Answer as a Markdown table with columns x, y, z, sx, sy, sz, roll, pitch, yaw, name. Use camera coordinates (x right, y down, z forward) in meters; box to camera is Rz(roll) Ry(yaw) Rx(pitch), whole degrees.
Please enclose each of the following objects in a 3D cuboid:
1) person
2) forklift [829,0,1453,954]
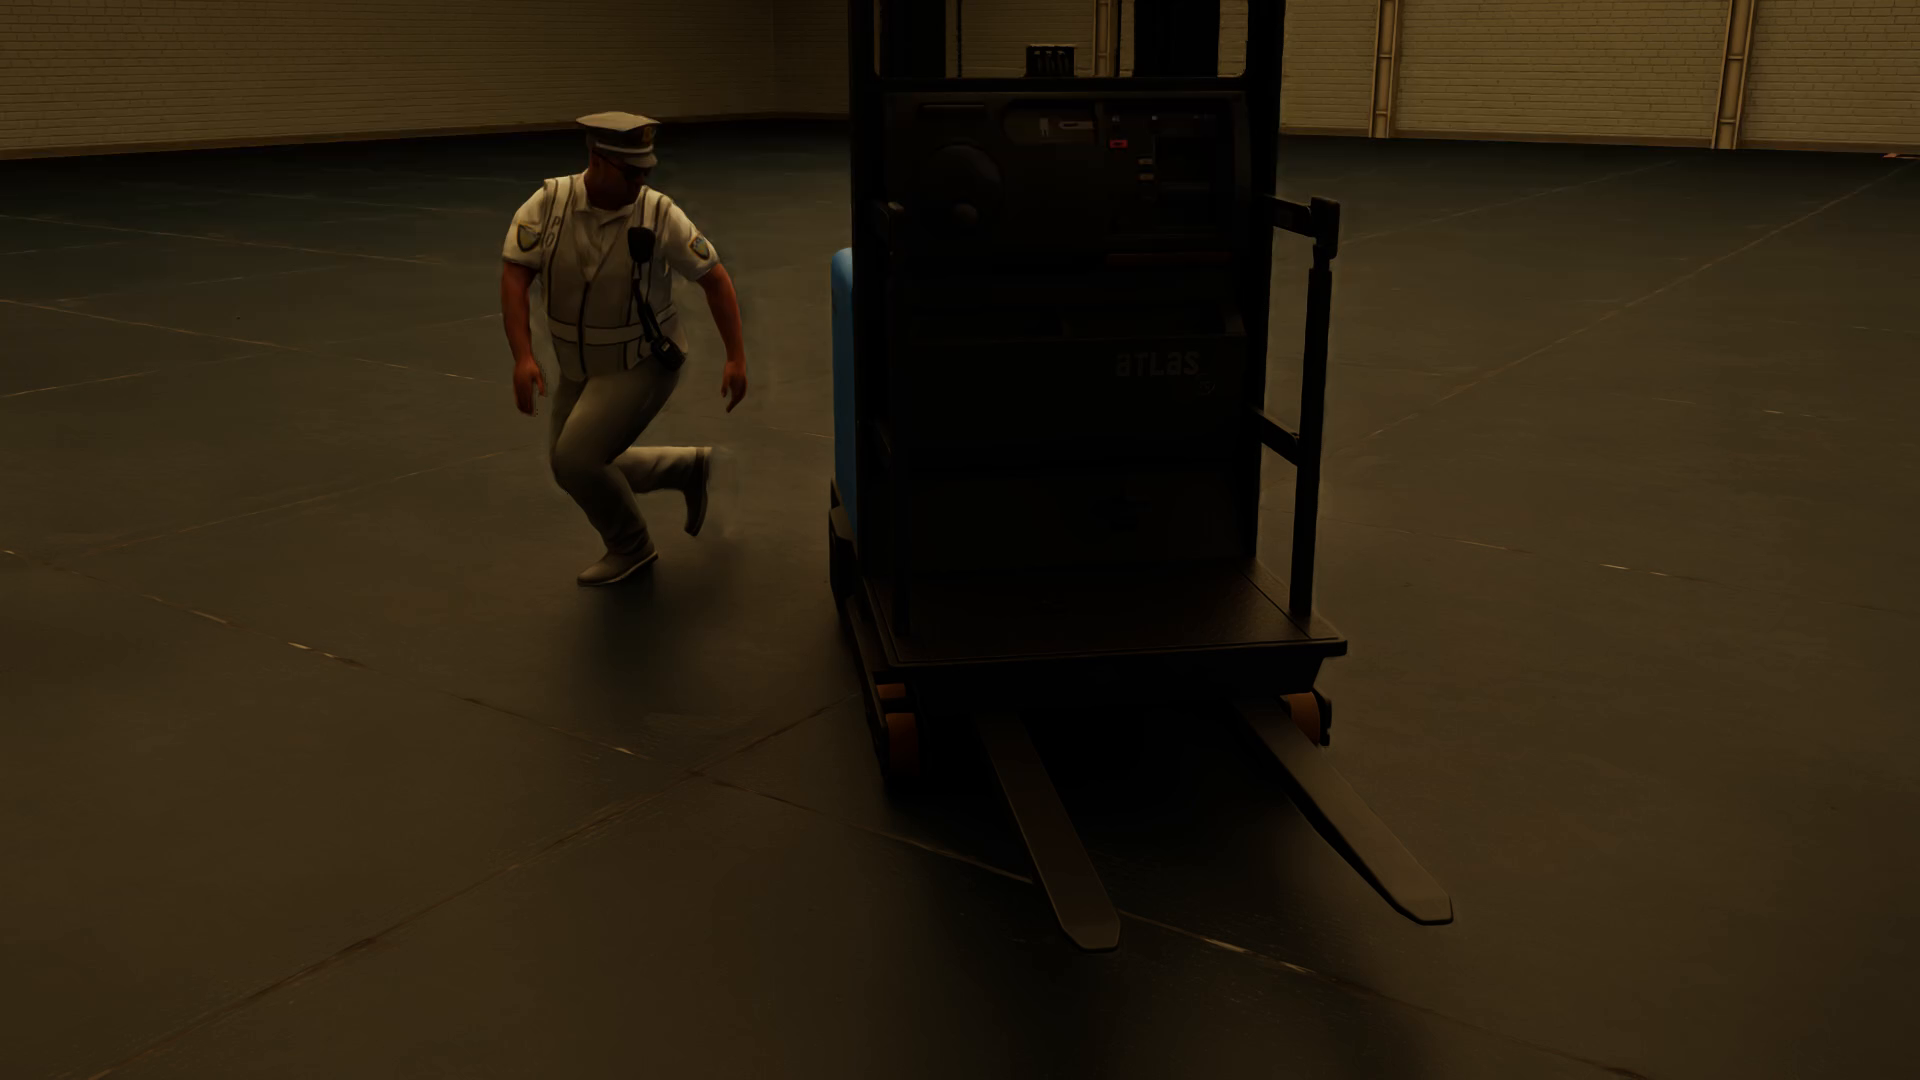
| x | y | z | sx | sy | sz | roll | pitch | yaw | name |
| --- | --- | --- | --- | --- | --- | --- | --- | --- | --- |
| -1.058 | -0.622 | 5.452 | 0.654 | 1.531 | 0.830 | 8 | 19 | 26 | person |
| 0.306 | -0.934 | 3.956 | 1.130 | 2.935 | 3.031 | -3 | 17 | -9 | forklift |
